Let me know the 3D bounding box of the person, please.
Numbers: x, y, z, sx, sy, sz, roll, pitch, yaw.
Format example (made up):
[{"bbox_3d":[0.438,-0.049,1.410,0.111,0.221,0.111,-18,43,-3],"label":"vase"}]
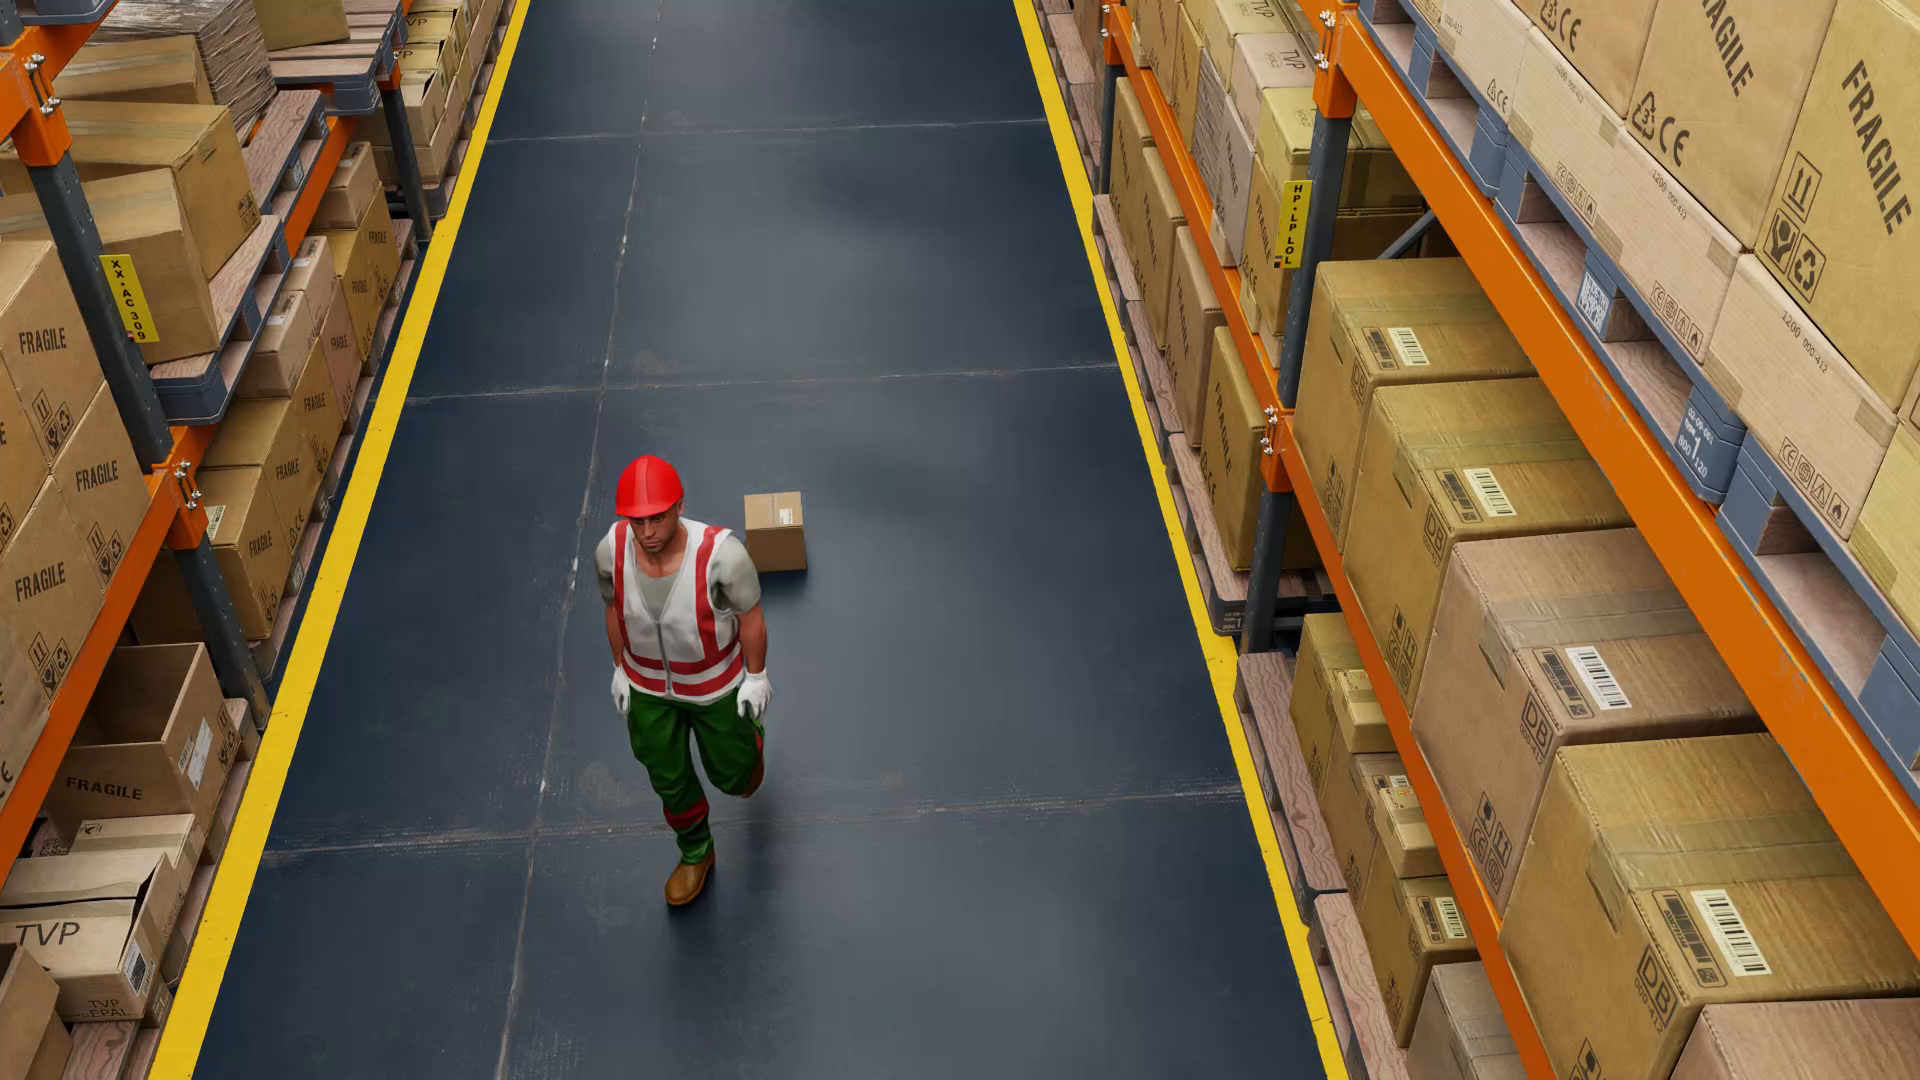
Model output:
[{"bbox_3d":[-0.893,0.416,5.587,0.550,1.777,0.702,5,39,7],"label":"person"}]
